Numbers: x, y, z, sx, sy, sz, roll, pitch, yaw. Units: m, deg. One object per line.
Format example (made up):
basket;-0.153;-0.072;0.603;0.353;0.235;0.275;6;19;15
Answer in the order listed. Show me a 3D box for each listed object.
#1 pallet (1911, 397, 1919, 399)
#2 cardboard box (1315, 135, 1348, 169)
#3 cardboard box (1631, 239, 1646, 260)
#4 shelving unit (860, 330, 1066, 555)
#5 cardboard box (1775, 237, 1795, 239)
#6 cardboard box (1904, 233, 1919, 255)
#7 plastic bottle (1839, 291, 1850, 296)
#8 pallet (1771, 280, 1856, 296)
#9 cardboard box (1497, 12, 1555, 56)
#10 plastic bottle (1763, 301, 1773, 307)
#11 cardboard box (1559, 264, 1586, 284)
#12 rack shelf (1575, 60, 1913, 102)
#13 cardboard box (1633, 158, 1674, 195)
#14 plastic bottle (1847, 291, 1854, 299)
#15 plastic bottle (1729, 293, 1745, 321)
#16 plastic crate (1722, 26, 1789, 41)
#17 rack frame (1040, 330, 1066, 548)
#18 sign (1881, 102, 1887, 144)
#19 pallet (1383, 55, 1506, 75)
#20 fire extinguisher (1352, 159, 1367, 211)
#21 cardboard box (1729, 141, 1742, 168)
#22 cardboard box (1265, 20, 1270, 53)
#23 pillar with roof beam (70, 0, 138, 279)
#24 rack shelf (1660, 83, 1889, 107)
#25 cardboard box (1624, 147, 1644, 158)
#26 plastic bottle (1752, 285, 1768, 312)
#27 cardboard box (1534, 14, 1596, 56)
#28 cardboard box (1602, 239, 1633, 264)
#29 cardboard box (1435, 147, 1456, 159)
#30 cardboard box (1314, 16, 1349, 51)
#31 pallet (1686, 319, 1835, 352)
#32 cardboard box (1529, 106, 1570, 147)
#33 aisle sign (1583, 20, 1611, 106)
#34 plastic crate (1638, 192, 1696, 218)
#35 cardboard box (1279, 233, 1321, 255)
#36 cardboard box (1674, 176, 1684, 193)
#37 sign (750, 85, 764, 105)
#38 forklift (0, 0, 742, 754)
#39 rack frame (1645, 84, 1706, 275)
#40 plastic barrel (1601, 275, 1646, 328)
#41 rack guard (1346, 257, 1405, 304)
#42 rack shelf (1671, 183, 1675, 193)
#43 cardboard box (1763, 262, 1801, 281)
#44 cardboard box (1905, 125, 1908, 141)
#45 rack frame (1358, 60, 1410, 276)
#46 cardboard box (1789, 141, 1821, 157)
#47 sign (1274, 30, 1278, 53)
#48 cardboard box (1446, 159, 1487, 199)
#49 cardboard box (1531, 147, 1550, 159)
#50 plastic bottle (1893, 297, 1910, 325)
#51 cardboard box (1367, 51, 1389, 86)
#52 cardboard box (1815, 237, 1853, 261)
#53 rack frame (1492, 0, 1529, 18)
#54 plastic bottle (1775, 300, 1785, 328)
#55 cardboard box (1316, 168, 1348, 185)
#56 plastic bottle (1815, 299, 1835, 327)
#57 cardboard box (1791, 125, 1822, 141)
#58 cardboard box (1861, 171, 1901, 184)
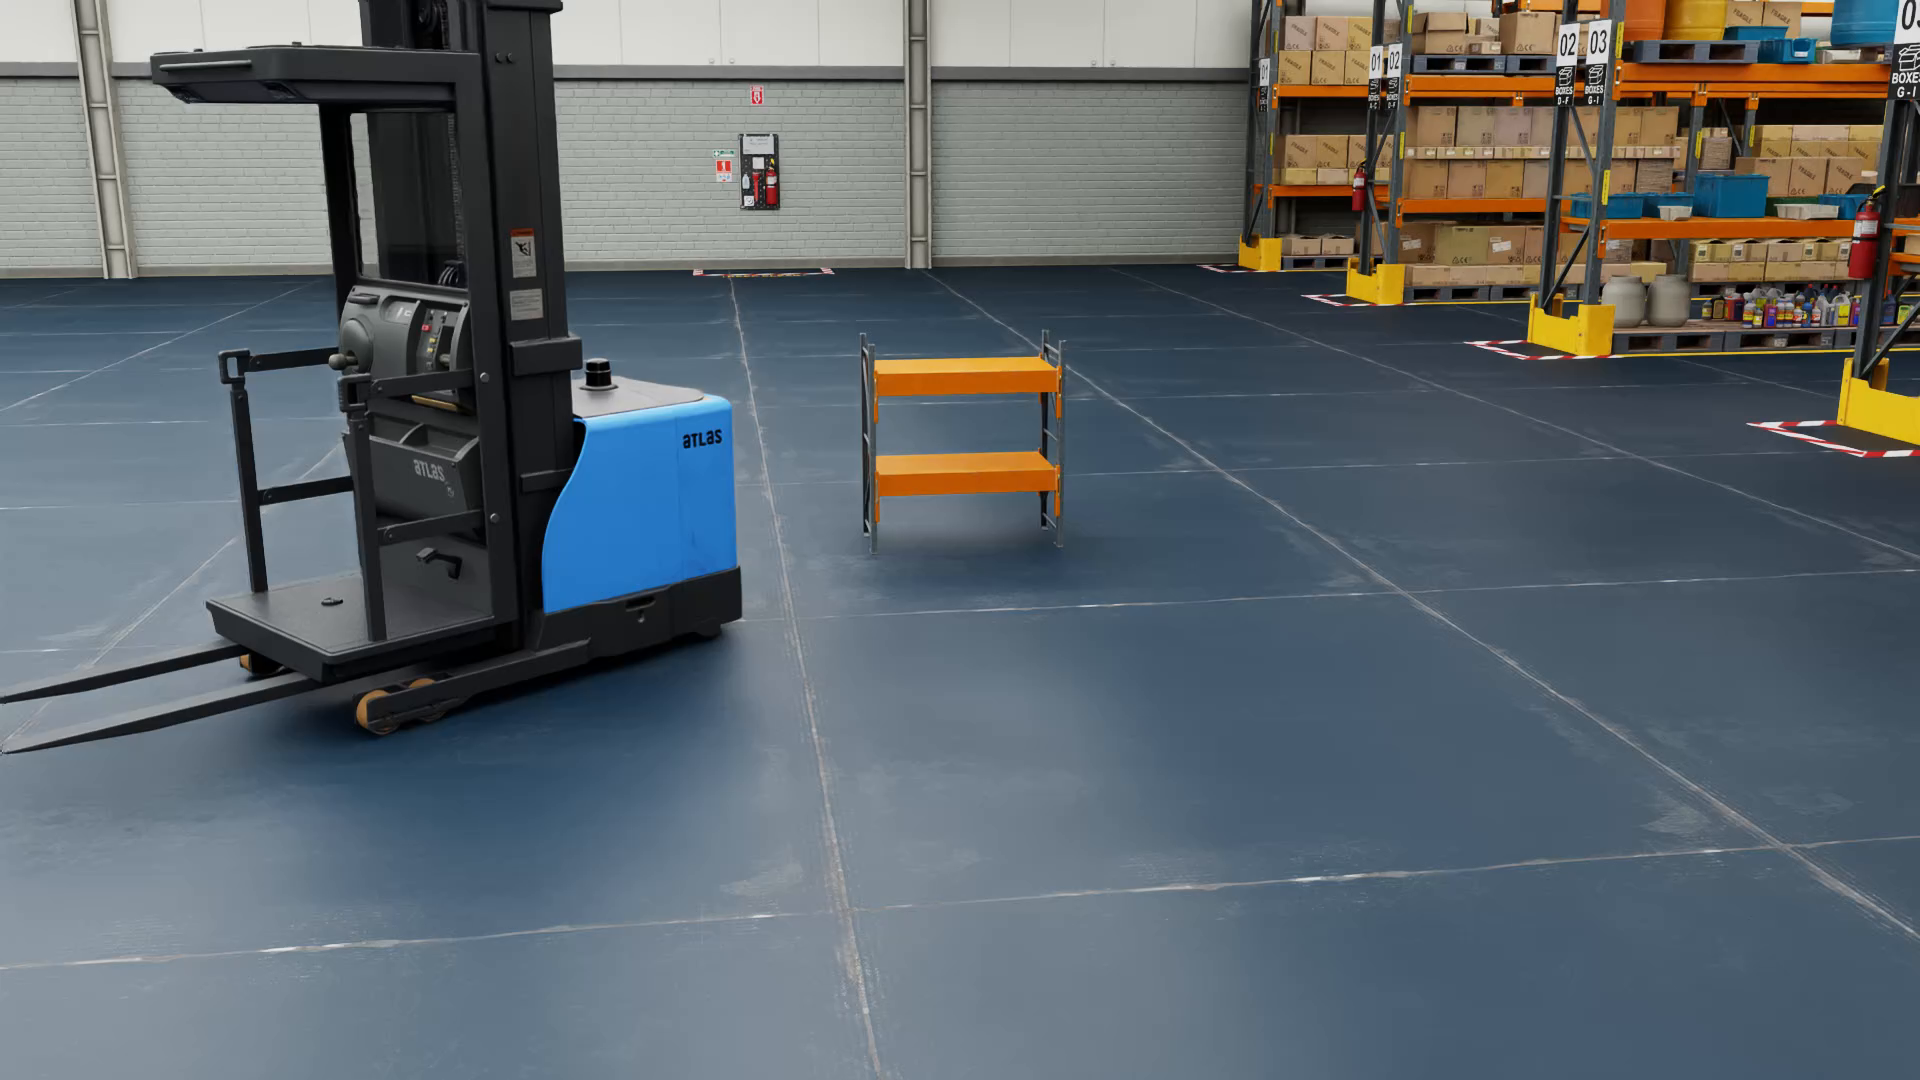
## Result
pallet;7.799;-0.893;12.349;1.213;0.211;1.003;-2;14;-8
cardboard box;5.708;-6.058;25.935;0.500;0.500;0.500;-2;14;-8
cardboard box;8.893;-4.042;22.421;0.500;0.500;0.500;-2;14;-8
shelving unit;0.007;-0.546;9.086;1.048;1.125;0.538;-2;14;-8
cardboard box;11.261;-4.031;22.764;0.500;0.311;0.500;-2;14;-9
cardboard box;7.166;-2.160;12.185;0.250;0.149;0.380;-2;14;-8
plastic bottle;9.436;-2.526;17.823;0.135;0.276;0.152;-2;14;-6
pallet;11.330;-3.478;22.658;1.213;0.211;1.003;-2;14;-8
cardboard box;7.126;-6.374;20.950;0.500;0.500;0.500;-2;14;-8
plastic bottle;8.543;-2.428;17.587;0.097;0.201;0.097;0;14;0
cardboard box;7.984;-3.513;21.853;0.500;0.250;0.500;-2;14;-8
rack shelf;8.155;-4.592;16.677;4.000;0.370;1.077;-2;14;-8
cardboard box;8.960;-4.781;21.913;0.500;0.500;0.700;-2;14;-10
plastic bottle;9.453;-2.504;17.720;0.133;0.283;0.061;-2;14;-8
plastic bottle;8.198;-2.458;17.537;0.133;0.283;0.061;-2;14;-8
plastic crate;8.018;-5.002;16.867;0.575;0.384;0.392;-2;14;-8
rack frame;0.509;-0.564;9.159;0.032;1.125;0.500;-2;14;-8
sign;6.852;-3.071;12.271;0.005;0.325;0.100;-2;14;-8
pallet;6.146;-6.036;21.140;1.213;0.211;1.003;-2;14;-8
fire extinguisher;5.257;-4.675;21.855;0.183;0.674;0.296;-2;14;-8
cardboard box;13.040;-6.369;27.594;0.500;0.500;0.500;-2;14;-8
cardboard box;5.089;-7.873;25.980;0.500;0.500;0.500;-1;14;-6
pillar with roof beam;-11.893;-7.252;19.639;0.400;9.000;9.100;-2;14;-8
rack shelf;11.376;-5.928;22.007;4.000;0.370;1.077;-2;14;-8
cardboard box;8.658;-5.033;21.585;0.250;0.149;0.380;-3;14;-10
plastic bottle;8.481;-2.528;17.678;0.185;0.351;0.144;-2;14;-6
cardboard box;7.751;-6.497;21.433;0.637;0.503;0.797;-1;14;-2
cardboard box;8.476;-3.899;21.850;0.500;0.500;0.500;-2;14;-8
cardboard box;6.124;-4.941;21.217;0.250;0.149;0.380;-2;14;-10
cardboard box;5.622;-7.756;25.513;0.500;0.500;0.500;-2;14;-9
pallet;8.253;-2.146;17.346;1.213;0.211;1.003;-2;14;-8
cardboard box;7.472;-5.355;21.537;0.500;0.500;0.700;-2;14;-8
aisle sign;6.149;-4.601;16.058;0.004;0.787;0.394;-2;14;-8
plastic crate;7.270;-3.453;17.131;0.408;0.251;0.499;-2;14;-8
cardboard box;5.399;-4.709;26.455;0.500;0.311;0.500;-4;15;-15
cardboard box;9.878;-4.705;22.126;0.500;0.250;0.500;-1;14;-5
sign;-3.141;-6.880;25.724;0.199;0.298;0.001;-2;14;-8
forklift;-2.364;-0.825;6.487;1.130;2.935;3.031;13;19;42
rack frame;9.398;-4.750;21.995;0.127;3.000;1.000;-2;14;-8
plastic barrel;6.816;-2.452;17.086;0.421;0.512;0.421;0;14;0
rack guard;5.419;-3.392;21.718;0.348;0.500;1.175;-2;14;-8
rack shelf;10.634;-5.665;27.122;4.000;0.370;1.077;-2;14;-8
cardboard box;10.851;-3.612;22.249;0.500;0.250;0.500;-3;14;-10
cardboard box;15.636;-6.703;27.382;0.500;0.250;0.500;-2;14;-7
rack frame;5.443;-4.605;21.417;0.127;3.000;1.000;-2;14;-8
cardboard box;13.650;-6.261;27.165;0.500;0.500;0.500;-2;14;-6
sign;4.782;-7.545;25.176;0.005;0.325;0.100;-2;14;-8
cardboard box;6.425;-4.687;21.541;0.500;0.500;0.700;-2;14;-7
cardboard box;7.383;-4.986;21.398;0.250;0.149;0.380;-2;14;-8
plastic bottle;9.706;-2.357;17.135;0.133;0.283;0.061;-1;14;-5
cardboard box;6.645;-7.317;25.817;0.500;0.500;0.500;-1;14;-5
cardboard box;11.860;-3.921;22.325;0.500;0.311;0.500;-2;14;-9
rack frame;8.656;-8.851;26.016;0.127;3.000;1.000;-2;14;-8
plastic bottle;8.355;-2.306;16.957;0.097;0.271;0.097;0;14;0
cardboard box;5.742;-5.697;26.038;0.500;0.250;0.500;-3;14;-10
plastic bottle;8.868;-2.334;17.058;0.135;0.276;0.152;-2;14;-7
cardboard box;13.631;-6.627;27.079;0.500;0.250;0.500;-2;14;-9
cardboard box;12.440;-4.866;22.641;0.500;0.311;0.500;-2;14;-9
